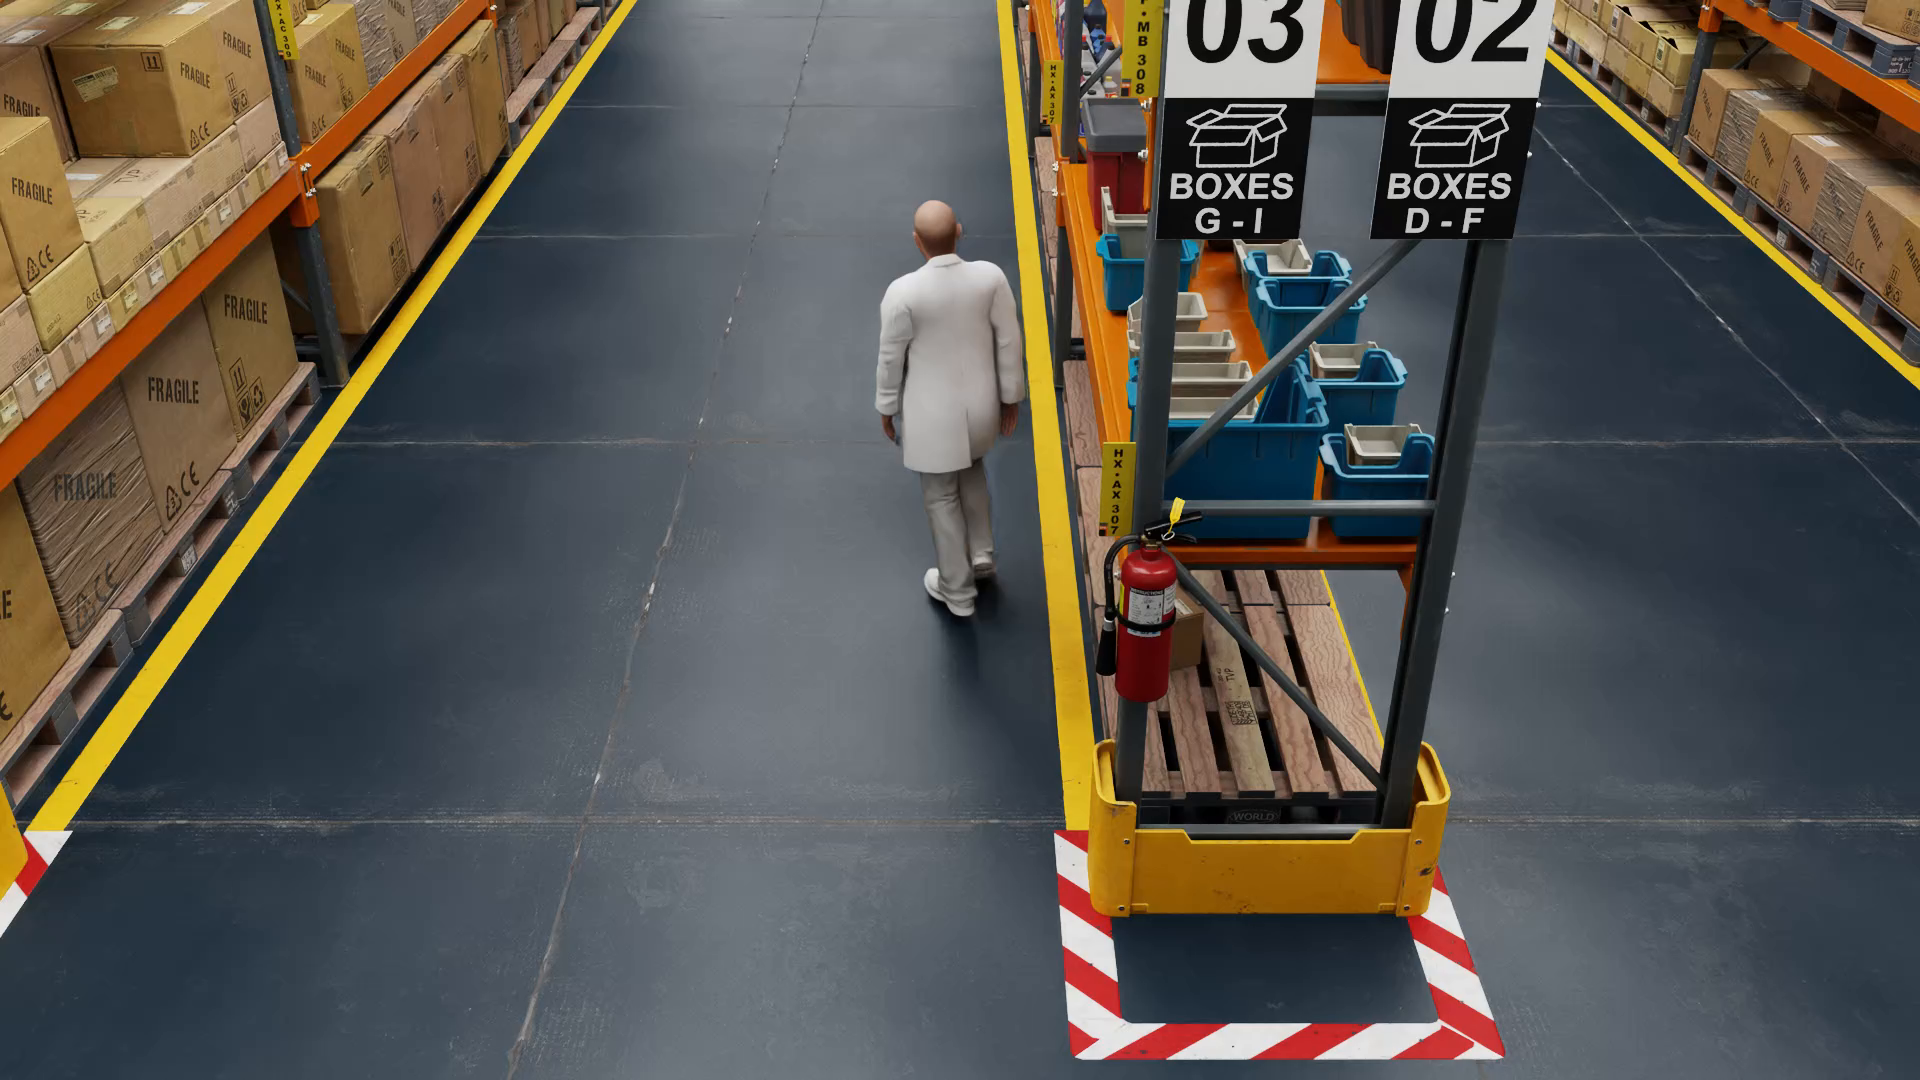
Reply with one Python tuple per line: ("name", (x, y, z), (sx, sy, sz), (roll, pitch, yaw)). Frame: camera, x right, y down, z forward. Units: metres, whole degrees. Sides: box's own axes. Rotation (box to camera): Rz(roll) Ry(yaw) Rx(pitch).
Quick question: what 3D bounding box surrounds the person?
("person", (-0.027, -0.529, 7.006), (0.605, 1.813, 0.566), (-13, 34, -21))
